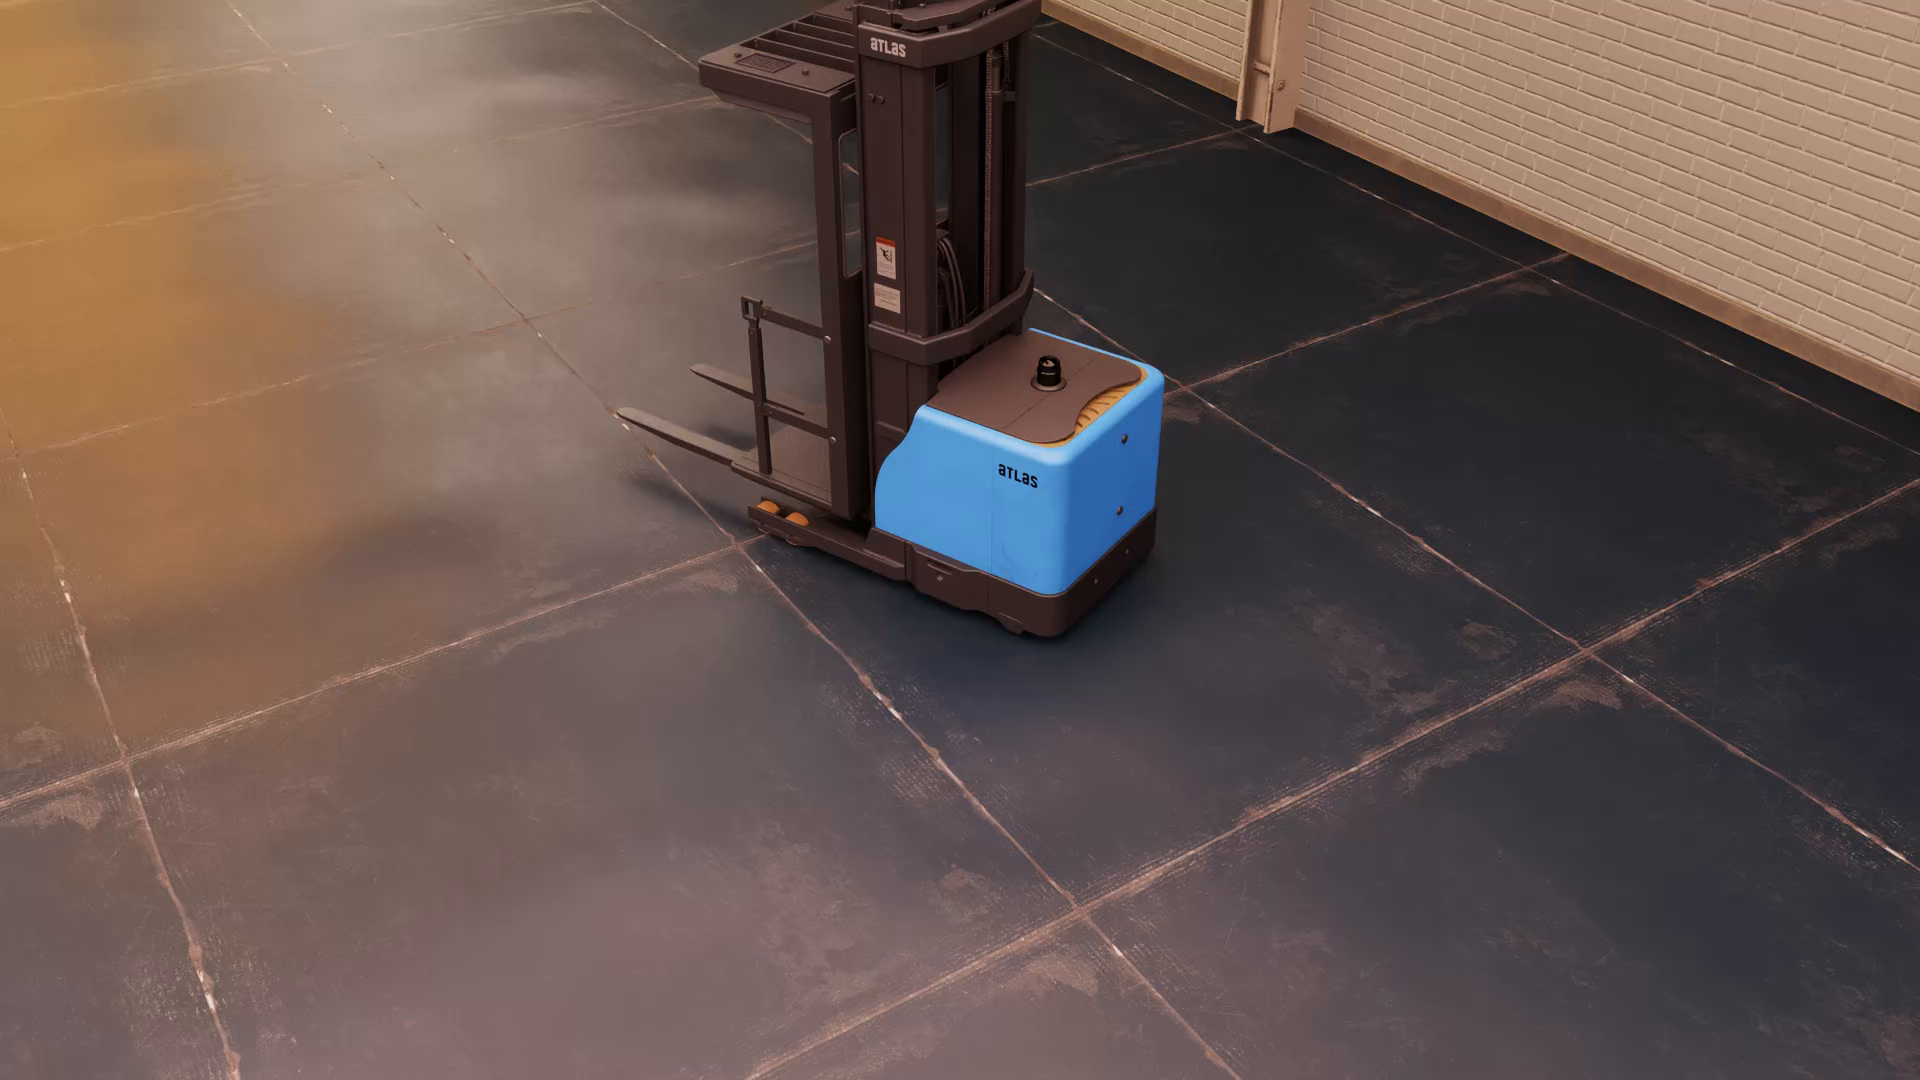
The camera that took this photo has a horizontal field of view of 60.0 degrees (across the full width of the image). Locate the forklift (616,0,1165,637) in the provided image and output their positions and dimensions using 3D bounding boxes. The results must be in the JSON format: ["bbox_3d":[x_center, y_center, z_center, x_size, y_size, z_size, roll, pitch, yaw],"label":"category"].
[{"bbox_3d":[-0.500,-1.399,8.138,3.031,2.935,1.130,22,41,28],"label":"forklift"}]
